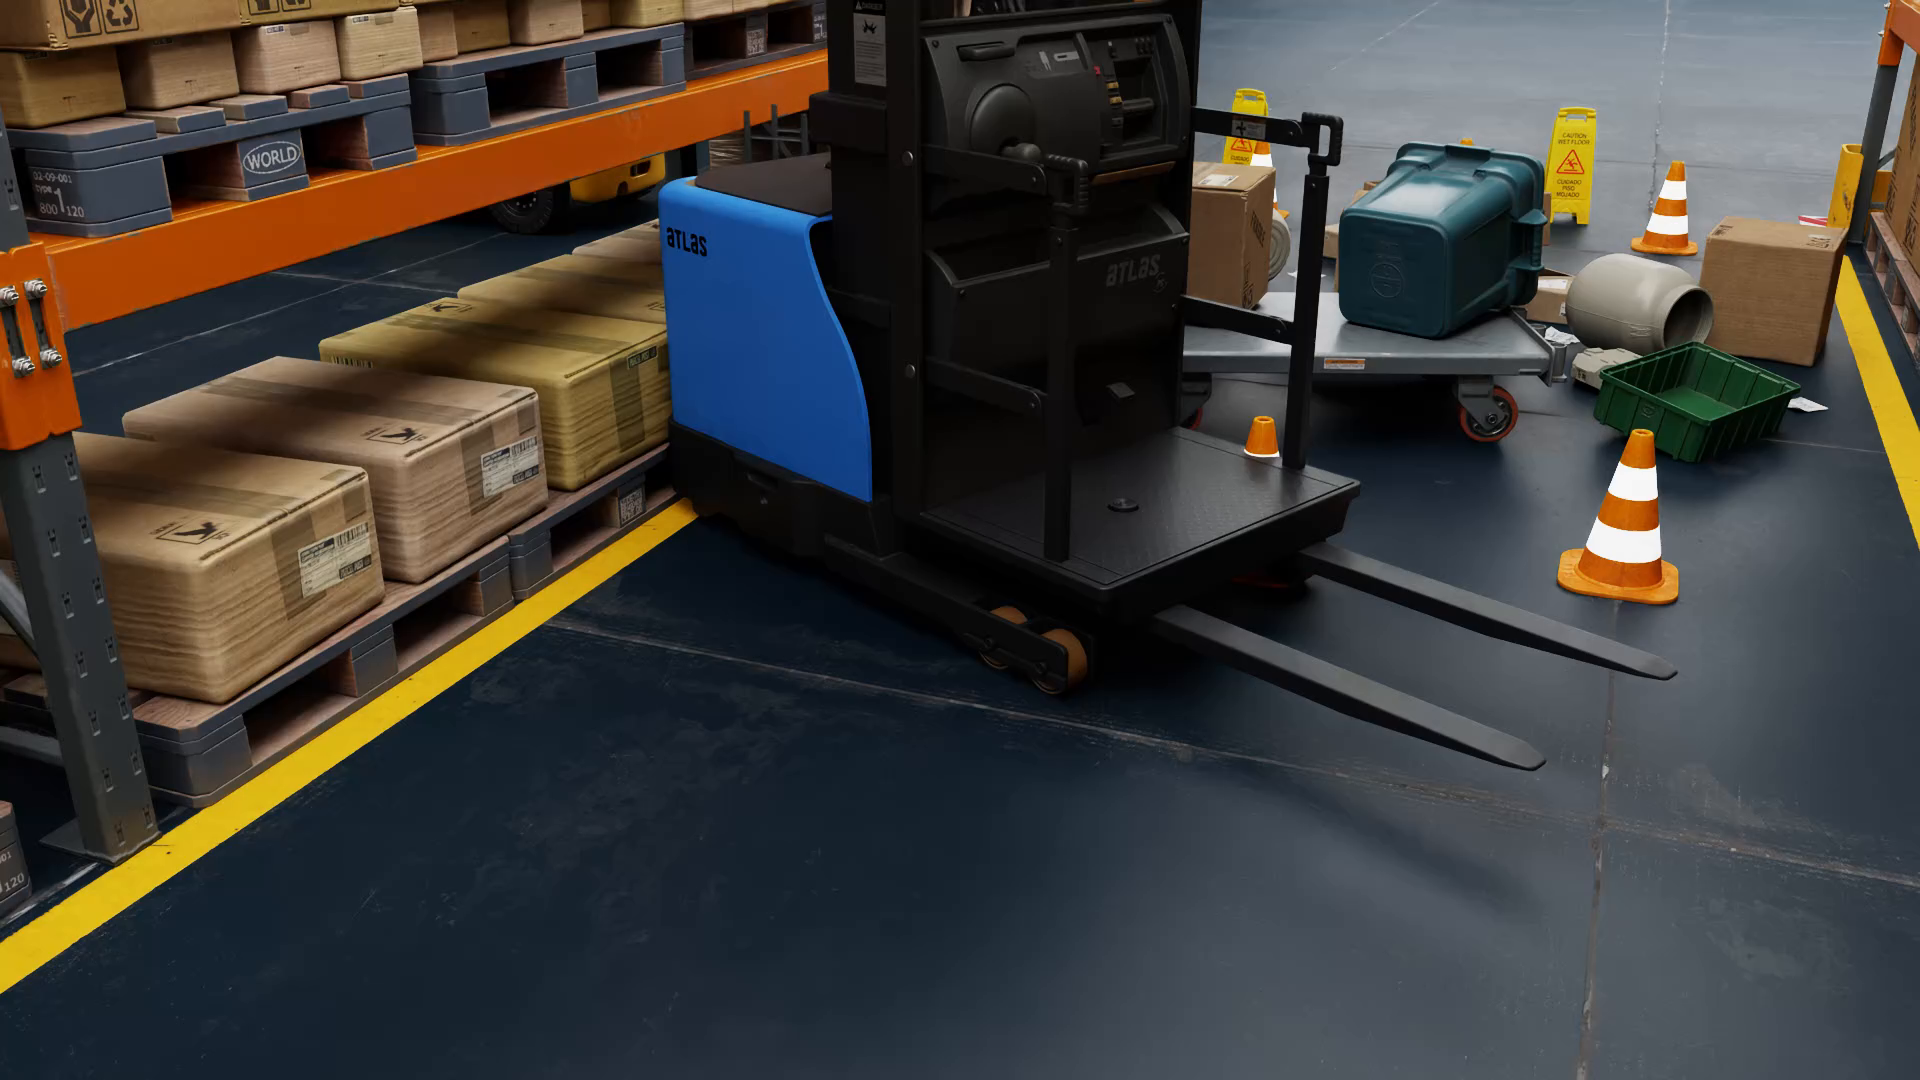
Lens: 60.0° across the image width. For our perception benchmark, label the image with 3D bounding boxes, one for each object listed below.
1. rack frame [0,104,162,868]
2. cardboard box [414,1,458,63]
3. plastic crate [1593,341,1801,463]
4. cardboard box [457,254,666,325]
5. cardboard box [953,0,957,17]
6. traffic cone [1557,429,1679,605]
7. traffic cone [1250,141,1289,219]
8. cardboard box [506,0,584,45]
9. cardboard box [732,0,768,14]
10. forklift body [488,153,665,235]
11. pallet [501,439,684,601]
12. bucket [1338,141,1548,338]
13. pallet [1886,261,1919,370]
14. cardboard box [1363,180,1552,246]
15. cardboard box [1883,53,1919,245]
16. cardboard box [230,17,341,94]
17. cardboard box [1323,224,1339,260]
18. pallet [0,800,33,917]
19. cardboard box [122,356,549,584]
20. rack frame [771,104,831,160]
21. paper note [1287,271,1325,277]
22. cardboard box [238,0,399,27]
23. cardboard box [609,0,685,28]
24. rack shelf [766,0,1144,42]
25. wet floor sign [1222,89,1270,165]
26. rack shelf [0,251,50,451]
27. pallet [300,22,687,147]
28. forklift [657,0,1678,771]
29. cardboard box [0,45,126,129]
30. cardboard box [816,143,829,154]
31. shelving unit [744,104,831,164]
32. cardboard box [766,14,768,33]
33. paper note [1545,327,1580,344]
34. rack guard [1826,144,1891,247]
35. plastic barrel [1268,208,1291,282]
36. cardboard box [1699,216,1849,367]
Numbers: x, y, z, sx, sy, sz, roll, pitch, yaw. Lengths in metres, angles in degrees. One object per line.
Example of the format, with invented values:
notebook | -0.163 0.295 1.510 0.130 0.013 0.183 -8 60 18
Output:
rack frame | -2.251 -0.775 3.215 1.000 3.000 0.127 9 24 20
cardboard box | -1.538 -1.323 4.308 0.380 0.149 0.250 10 25 23
plastic crate | 2.717 -0.513 6.160 0.662 0.188 0.450 -17 38 -35
cardboard box | -1.221 -0.742 6.000 0.950 0.372 0.625 10 25 23
cardboard box | -0.234 -2.355 7.322 0.380 0.149 0.250 9 24 20
traffic cone | 1.968 -0.100 4.889 0.336 0.463 0.334 9 24 20
traffic cone | 1.759 -2.129 9.747 0.336 0.463 0.334 9 24 20
cardboard box | -1.312 -1.514 4.765 0.380 0.149 0.250 10 25 22
cardboard box | -0.876 -1.872 5.620 0.380 0.149 0.250 8 24 19
forklift body | -2.899 -3.016 9.680 2.313 2.155 1.214 9 24 20
pallet | -1.504 -0.203 5.463 1.003 0.211 1.213 9 24 20
bucket | 1.779 -1.104 6.276 0.726 0.611 0.620 19 39 38
pallet | 4.675 -0.947 7.242 1.003 0.211 1.213 9 24 20
cardboard box | 2.419 -1.495 8.177 0.797 0.503 0.637 -7 24 -17
cardboard box | 5.164 -1.927 8.183 0.875 0.875 0.875 9 24 20
cardboard box | -1.677 -1.131 3.846 0.380 0.149 0.250 7 24 17
cardboard box | 2.110 -1.565 8.803 0.250 0.149 0.380 -17 28 -35
pallet | -2.613 0.783 3.102 1.003 0.211 1.213 9 24 20
cardboard box | -1.765 -0.223 4.756 0.950 0.372 0.625 8 24 19
rack frame | -0.540 -0.927 5.909 0.240 1.200 0.006 9 24 22
paper note | 1.763 -1.357 8.474 0.148 0.019 0.142 19 29 38
cardboard box | -1.682 -1.468 3.812 0.500 0.500 0.500 10 25 23
cardboard box | -1.092 -1.698 5.204 0.380 0.149 0.250 9 24 20
rack shelf | -0.022 -2.591 8.493 1.077 0.370 4.000 9 24 20
wet floor sign | 1.785 -2.467 10.318 0.267 0.644 0.232 19 29 38
rack shelf | -2.993 0.272 1.640 1.077 0.370 4.000 9 24 20
pallet | -1.553 -1.401 4.961 1.003 0.211 1.213 9 24 20
forklift | 0.424 -1.177 4.264 1.130 2.935 3.031 -20 30 -39
cardboard box | -1.957 -0.943 3.397 0.380 0.149 0.250 7 24 17
cardboard box | -0.295 -1.650 7.359 0.500 0.500 0.500 10 25 23
shelving unit | -0.578 -0.896 5.831 0.258 1.200 0.189 9 24 22
cardboard box | -0.928 -2.250 7.070 0.380 0.149 0.250 9 24 20
paper note | 2.674 -0.909 7.396 0.172 0.023 0.155 19 29 38
rack guard | 5.363 -1.821 8.961 1.175 0.500 0.348 9 24 20
plastic barrel | 1.359 -1.494 8.276 0.421 0.421 0.512 -12 25 -26
cardboard box | 3.492 -1.084 7.194 0.500 0.500 0.500 13 26 29
